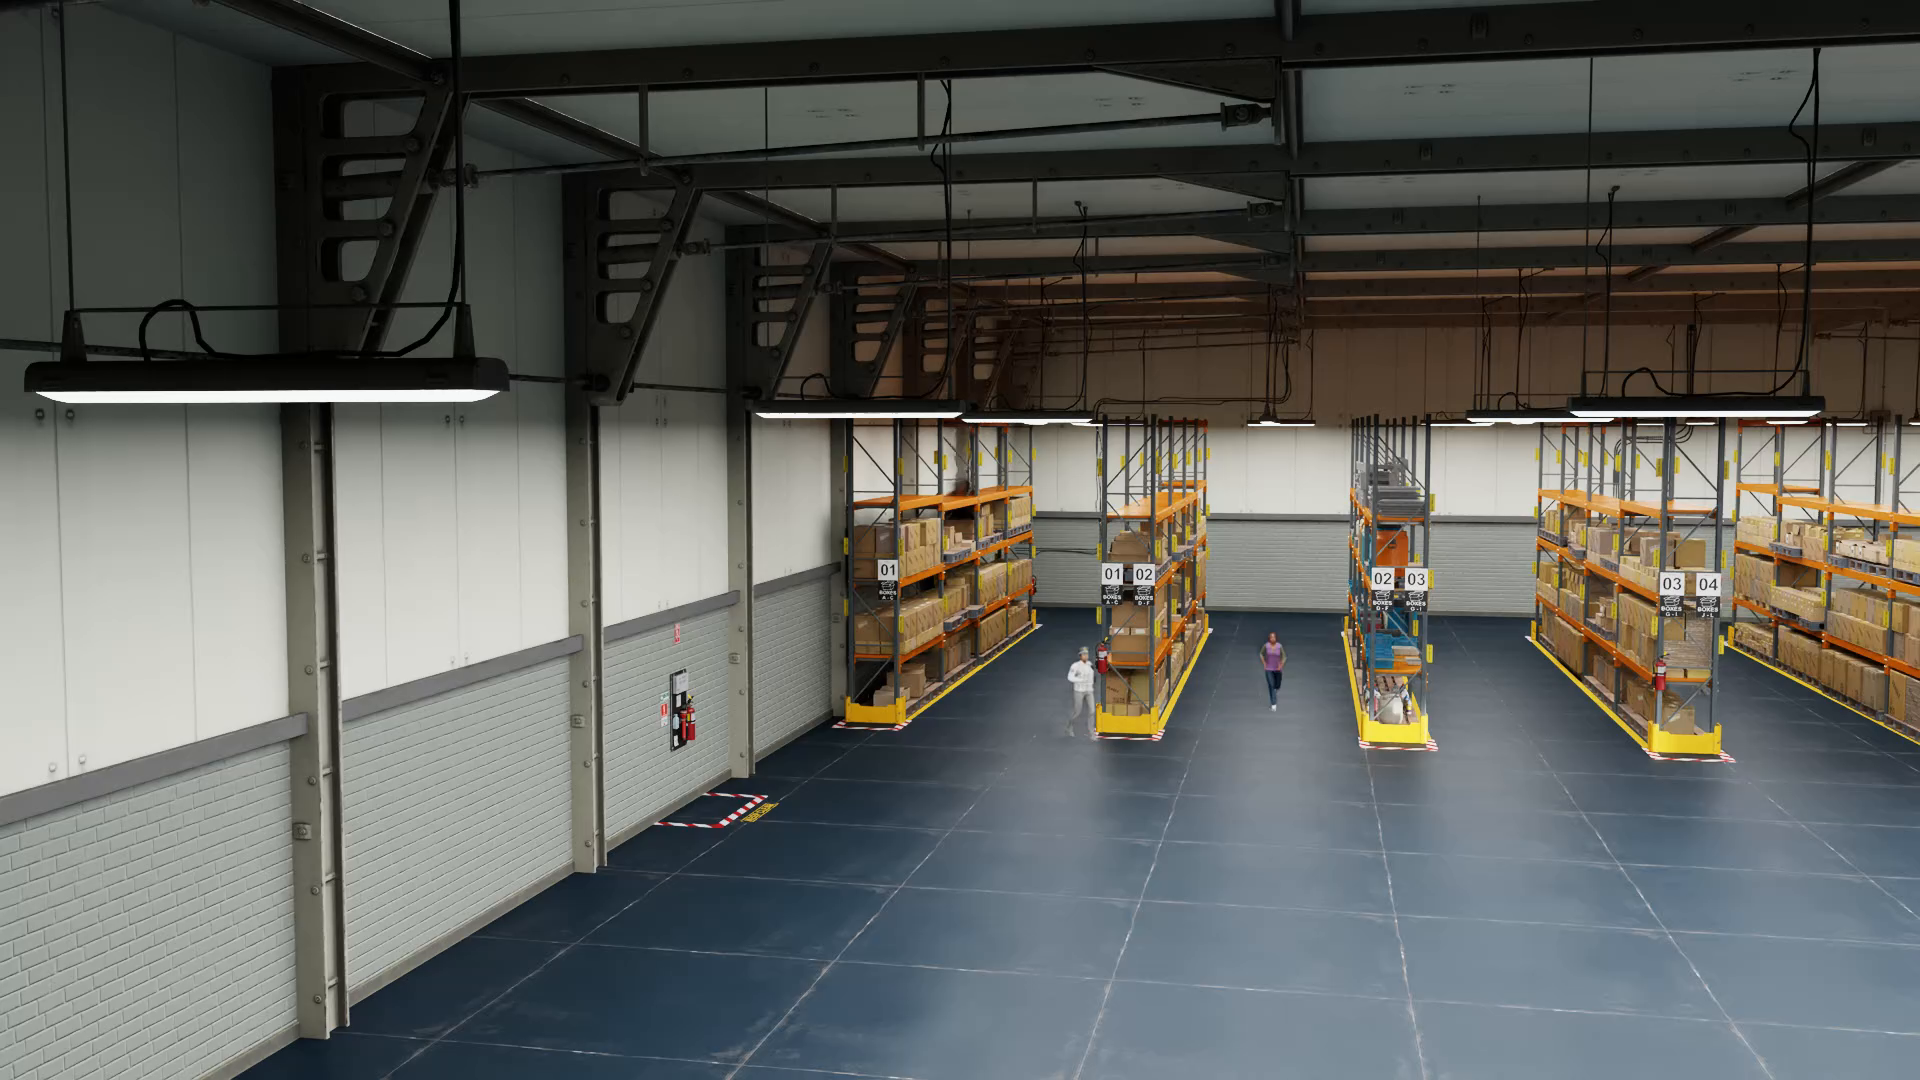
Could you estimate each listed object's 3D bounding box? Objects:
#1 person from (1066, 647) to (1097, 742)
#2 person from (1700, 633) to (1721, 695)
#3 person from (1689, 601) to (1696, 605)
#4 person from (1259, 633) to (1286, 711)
[{"bbox_3d":[2.261,2.822,30.659,0.618,1.726,0.818,-2,4,-26],"label":"person"},{"bbox_3d":[16.101,2.497,35.824,0.660,1.674,0.583,1,4,9],"label":"person"},{"bbox_3d":[19.470,1.894,44.952,0.616,1.681,0.746,-1,4,-17],"label":"person"},{"bbox_3d":[6.438,2.686,34.211,0.520,1.580,0.925,0,4,1],"label":"person"}]
